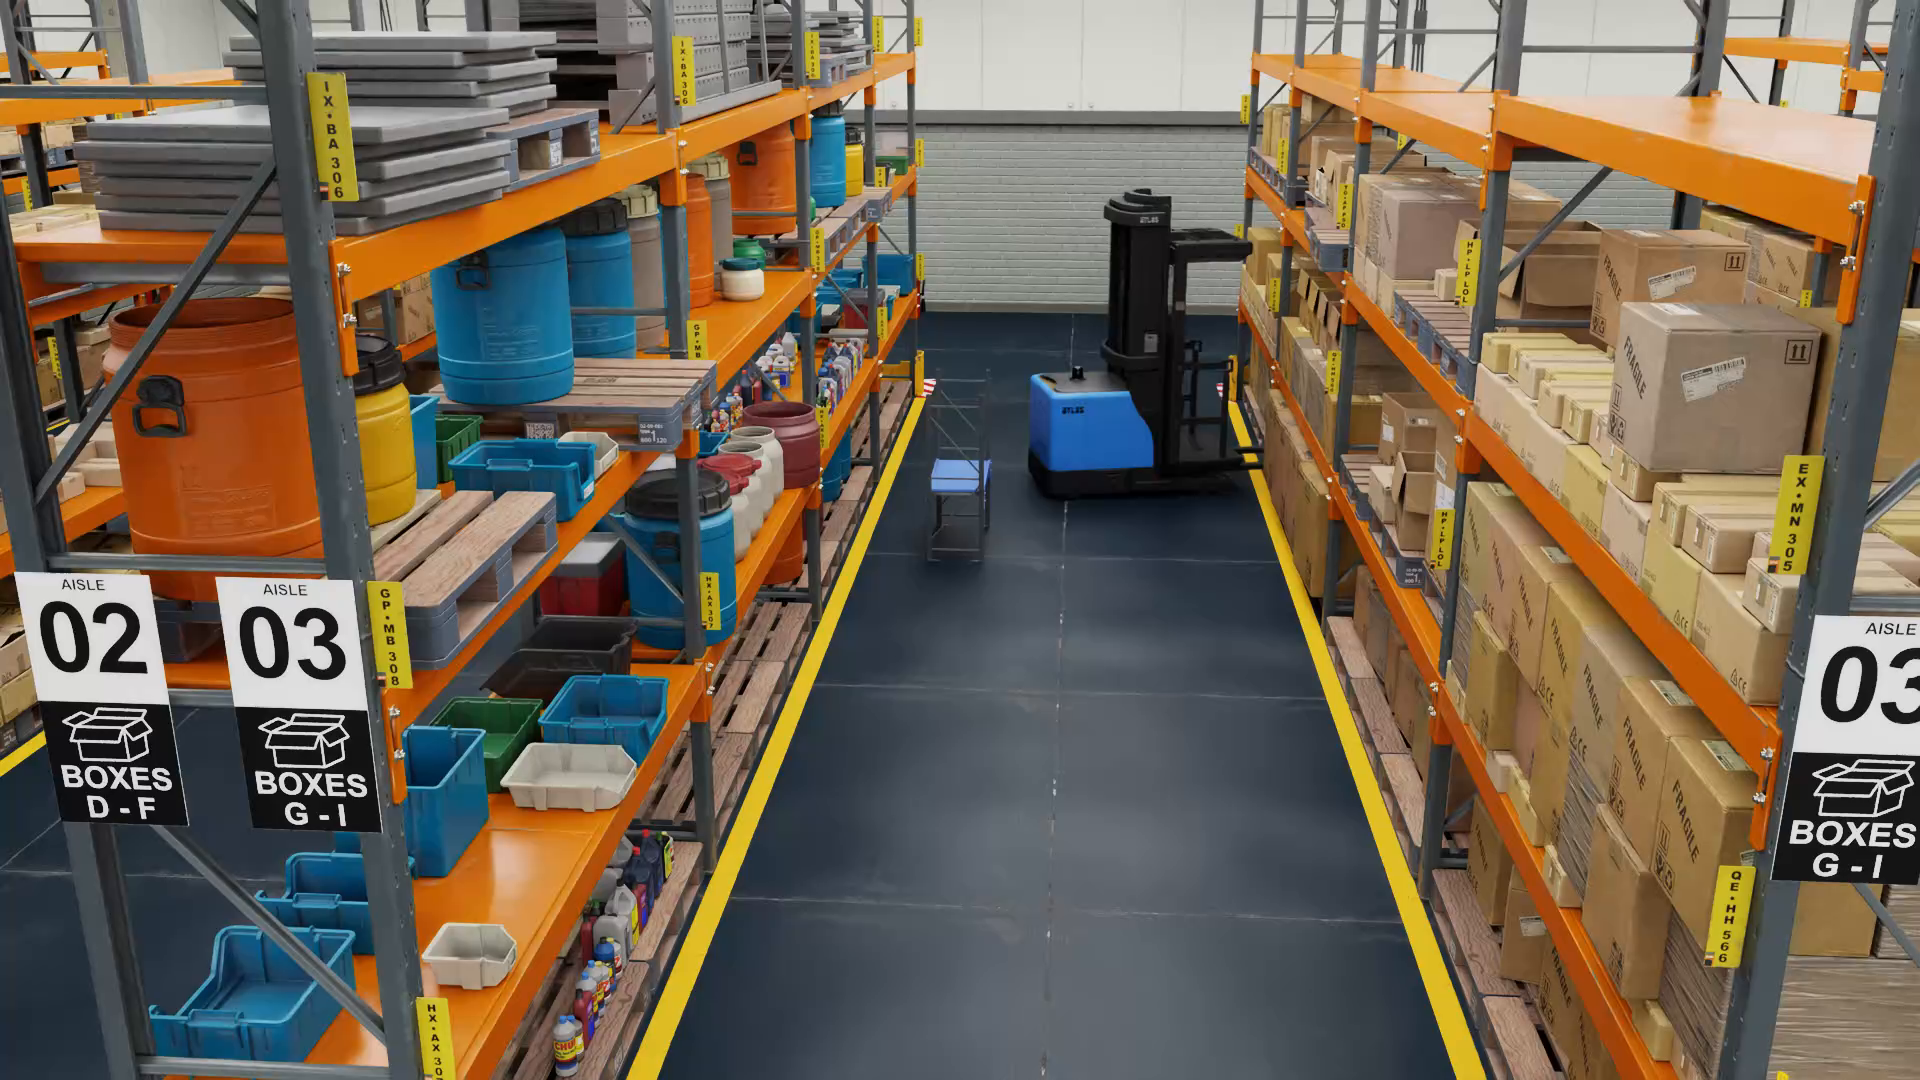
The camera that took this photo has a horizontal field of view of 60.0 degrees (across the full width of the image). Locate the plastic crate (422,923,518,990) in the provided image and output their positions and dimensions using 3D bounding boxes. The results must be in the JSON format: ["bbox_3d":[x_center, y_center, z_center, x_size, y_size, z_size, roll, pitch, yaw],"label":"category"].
[{"bbox_3d":[-1.797,1.544,6.144,0.298,0.136,0.250,1,18,4],"label":"plastic crate"}]

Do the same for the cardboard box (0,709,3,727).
[{"bbox_3d":[-6.522,1.164,10.621,0.500,0.250,0.500,2,18,5],"label":"cardboard box"}]

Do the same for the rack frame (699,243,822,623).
[{"bbox_3d":[-1.609,-0.795,12.859,1.000,3.000,0.127,1,18,4],"label":"rack frame"}]

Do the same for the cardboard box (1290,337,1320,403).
[{"bbox_3d":[3.264,-1.525,14.928,0.500,0.500,0.500,1,18,3],"label":"cardboard box"}]

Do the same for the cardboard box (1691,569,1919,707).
[{"bbox_3d":[2.539,0.291,4.970,0.500,0.250,0.500,2,18,5],"label":"cardboard box"}]

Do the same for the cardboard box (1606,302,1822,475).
[{"bbox_3d":[2.616,-0.539,5.819,0.500,0.500,0.500,1,18,4],"label":"cardboard box"}]

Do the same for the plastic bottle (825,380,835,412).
[{"bbox_3d":[-1.137,-1.255,14.470,0.097,0.271,0.097,0,18,0],"label":"plastic bottle"}]

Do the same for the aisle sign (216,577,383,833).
[{"bbox_3d":[-1.895,0.483,4.783,0.394,0.787,0.004,1,18,4],"label":"aisle sign"}]

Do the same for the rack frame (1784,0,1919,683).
[{"bbox_3d":[2.758,-1.051,4.005,1.000,3.000,0.127,1,18,4],"label":"rack frame"}]

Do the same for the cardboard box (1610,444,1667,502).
[{"bbox_3d":[2.567,-0.241,5.950,0.380,0.149,0.250,0,18,1],"label":"cardboard box"}]

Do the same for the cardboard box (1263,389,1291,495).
[{"bbox_3d":[3.592,-0.917,15.970,1.225,0.875,0.875,1,18,4],"label":"cardboard box"}]

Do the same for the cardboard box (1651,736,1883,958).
[{"bbox_3d":[2.551,0.960,5.260,0.500,0.500,0.500,1,18,4],"label":"cardboard box"}]

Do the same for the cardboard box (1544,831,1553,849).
[{"bbox_3d":[2.662,1.282,6.923,0.380,0.149,0.250,1,18,4],"label":"cardboard box"}]

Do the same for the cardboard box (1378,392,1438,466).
[{"bbox_3d":[3.332,-0.763,11.926,0.500,0.500,0.500,-1,18,-3],"label":"cardboard box"}]

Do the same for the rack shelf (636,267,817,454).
[{"bbox_3d":[-1.752,-1.257,10.608,1.077,0.370,4.000,1,18,4],"label":"rack shelf"}]

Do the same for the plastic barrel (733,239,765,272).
[{"bbox_3d":[-1.576,-2.069,12.179,0.294,0.245,0.294,0,18,0],"label":"plastic barrel"}]

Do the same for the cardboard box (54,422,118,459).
[{"bbox_3d":[-6.619,-0.752,12.872,0.500,0.311,0.500,2,18,7],"label":"cardboard box"}]

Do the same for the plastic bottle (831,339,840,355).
[{"bbox_3d":[-1.206,-1.724,15.774,0.144,0.351,0.185,1,18,4],"label":"plastic bottle"}]

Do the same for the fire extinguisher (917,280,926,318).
[{"bbox_3d":[-0.571,-3.102,20.624,0.296,0.674,0.183,1,18,4],"label":"fire extinguisher"}]

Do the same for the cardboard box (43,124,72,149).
[{"bbox_3d":[-10.741,-4.707,19.386,0.500,0.250,0.500,1,18,2],"label":"cardboard box"}]

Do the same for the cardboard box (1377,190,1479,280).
[{"bbox_3d":[2.972,-1.941,10.576,0.500,0.500,0.500,1,18,2],"label":"cardboard box"}]

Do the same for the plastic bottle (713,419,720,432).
[{"bbox_3d":[-1.979,-0.871,13.411,0.097,0.201,0.097,0,18,0],"label":"plastic bottle"}]

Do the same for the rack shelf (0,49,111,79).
[{"bbox_3d":[-11.060,-5.199,18.461,1.077,0.370,4.000,1,18,4],"label":"rack shelf"}]

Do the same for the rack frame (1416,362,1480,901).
[{"bbox_3d":[3.044,0.558,8.730,1.000,3.000,0.127,1,18,4],"label":"rack frame"}]

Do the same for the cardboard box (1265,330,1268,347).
[{"bbox_3d":[3.350,-2.069,17.151,0.380,0.149,0.250,1,18,3],"label":"cardboard box"}]

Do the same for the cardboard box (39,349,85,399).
[{"bbox_3d":[-10.939,-1.981,19.819,0.700,0.500,0.500,1,18,2],"label":"cardboard box"}]

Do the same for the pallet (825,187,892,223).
[{"bbox_3d":[-1.281,-3.127,15.463,1.213,0.211,1.003,1,18,4],"label":"pallet"}]

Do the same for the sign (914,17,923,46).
[{"bbox_3d":[-0.486,-5.970,19.536,0.100,0.325,0.005,1,18,4],"label":"sign"}]

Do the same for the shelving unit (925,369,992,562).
[{"bbox_3d":[-0.006,-0.686,14.936,0.538,1.500,1.048,1,18,4],"label":"shelving unit"}]

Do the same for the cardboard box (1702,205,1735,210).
[{"bbox_3d":[8.548,-3.558,19.046,0.500,0.500,0.500,1,18,4],"label":"cardboard box"}]

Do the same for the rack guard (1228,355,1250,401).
[{"bbox_3d":[3.906,-1.989,20.516,1.175,0.500,0.348,1,18,4],"label":"rack guard"}]

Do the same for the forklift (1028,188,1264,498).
[{"bbox_3d":[2.270,-2.007,16.669,3.031,2.935,1.130,-3,18,-10],"label":"forklift"}]

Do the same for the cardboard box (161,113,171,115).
[{"bbox_3d":[-6.439,-3.307,13.942,0.500,0.500,0.500,1,18,4],"label":"cardboard box"}]

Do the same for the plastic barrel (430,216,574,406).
[{"bbox_3d":[-2.074,-1.109,7.521,0.600,0.901,0.708,1,18,4],"label":"plastic barrel"}]

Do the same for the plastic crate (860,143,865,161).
[{"bbox_3d":[-1.341,-4.530,19.649,0.497,0.269,0.590,1,18,4],"label":"plastic crate"}]

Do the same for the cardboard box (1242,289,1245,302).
[{"bbox_3d":[3.533,-2.867,19.586,0.380,0.149,0.250,1,18,3],"label":"cardboard box"}]

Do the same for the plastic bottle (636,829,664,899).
[{"bbox_3d":[-1.654,1.703,8.782,0.144,0.351,0.185,1,18,2],"label":"plastic bottle"}]

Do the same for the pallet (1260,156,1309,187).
[{"bbox_3d":[3.777,-3.942,17.788,1.003,0.211,1.213,1,18,4],"label":"pallet"}]

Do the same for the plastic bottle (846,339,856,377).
[{"bbox_3d":[-1.062,-1.721,15.765,0.144,0.351,0.185,1,18,4],"label":"plastic bottle"}]

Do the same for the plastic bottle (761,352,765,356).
[{"bbox_3d":[-1.838,-1.602,15.508,0.061,0.283,0.133,1,18,4],"label":"plastic bottle"}]

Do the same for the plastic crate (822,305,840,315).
[{"bbox_3d":[-1.497,-2.488,18.353,0.293,0.136,0.466,1,18,4],"label":"plastic crate"}]

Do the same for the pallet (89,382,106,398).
[{"bbox_3d":[-10.896,-1.926,20.788,1.003,0.211,1.213,1,18,4],"label":"pallet"}]

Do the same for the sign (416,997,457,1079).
[{"bbox_3d":[-1.634,1.572,5.192,0.100,0.325,0.005,1,18,4],"label":"sign"}]

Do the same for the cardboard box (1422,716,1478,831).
[{"bbox_3d":[3.110,1.346,9.632,0.700,0.500,0.500,0,18,0],"label":"cardboard box"}]

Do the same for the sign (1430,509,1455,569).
[{"bbox_3d":[2.491,-0.004,8.584,0.100,0.325,0.005,1,18,4],"label":"sign"}]

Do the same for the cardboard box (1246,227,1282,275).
[{"bbox_3d":[3.565,-3.297,19.054,0.500,0.500,0.500,1,18,3],"label":"cardboard box"}]

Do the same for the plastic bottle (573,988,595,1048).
[{"bbox_3d":[-1.707,2.145,7.541,0.061,0.283,0.133,2,18,5],"label":"plastic bottle"}]

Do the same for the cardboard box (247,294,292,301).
[{"bbox_3d":[-6.506,-2.039,15.821,0.700,0.500,0.500,4,19,13],"label":"cardboard box"}]

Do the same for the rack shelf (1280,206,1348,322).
[{"bbox_3d":[3.475,-2.389,14.062,1.077,0.370,4.000,1,18,4],"label":"rack shelf"}]

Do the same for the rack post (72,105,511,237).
[{"bbox_3d":[-2.001,-1.156,5.128,0.937,0.300,0.954,3,18,10],"label":"rack post"}]

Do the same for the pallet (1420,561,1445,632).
[{"bbox_3d":[3.244,0.415,9.475,1.003,0.211,1.213,1,18,4],"label":"pallet"}]

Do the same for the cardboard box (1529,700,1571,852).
[{"bbox_3d":[2.867,0.974,6.823,0.875,0.500,0.500,1,18,4],"label":"cardboard box"}]

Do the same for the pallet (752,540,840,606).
[{"bbox_3d":[-1.594,0.284,14.043,1.003,0.211,1.213,1,18,4],"label":"pallet"}]
